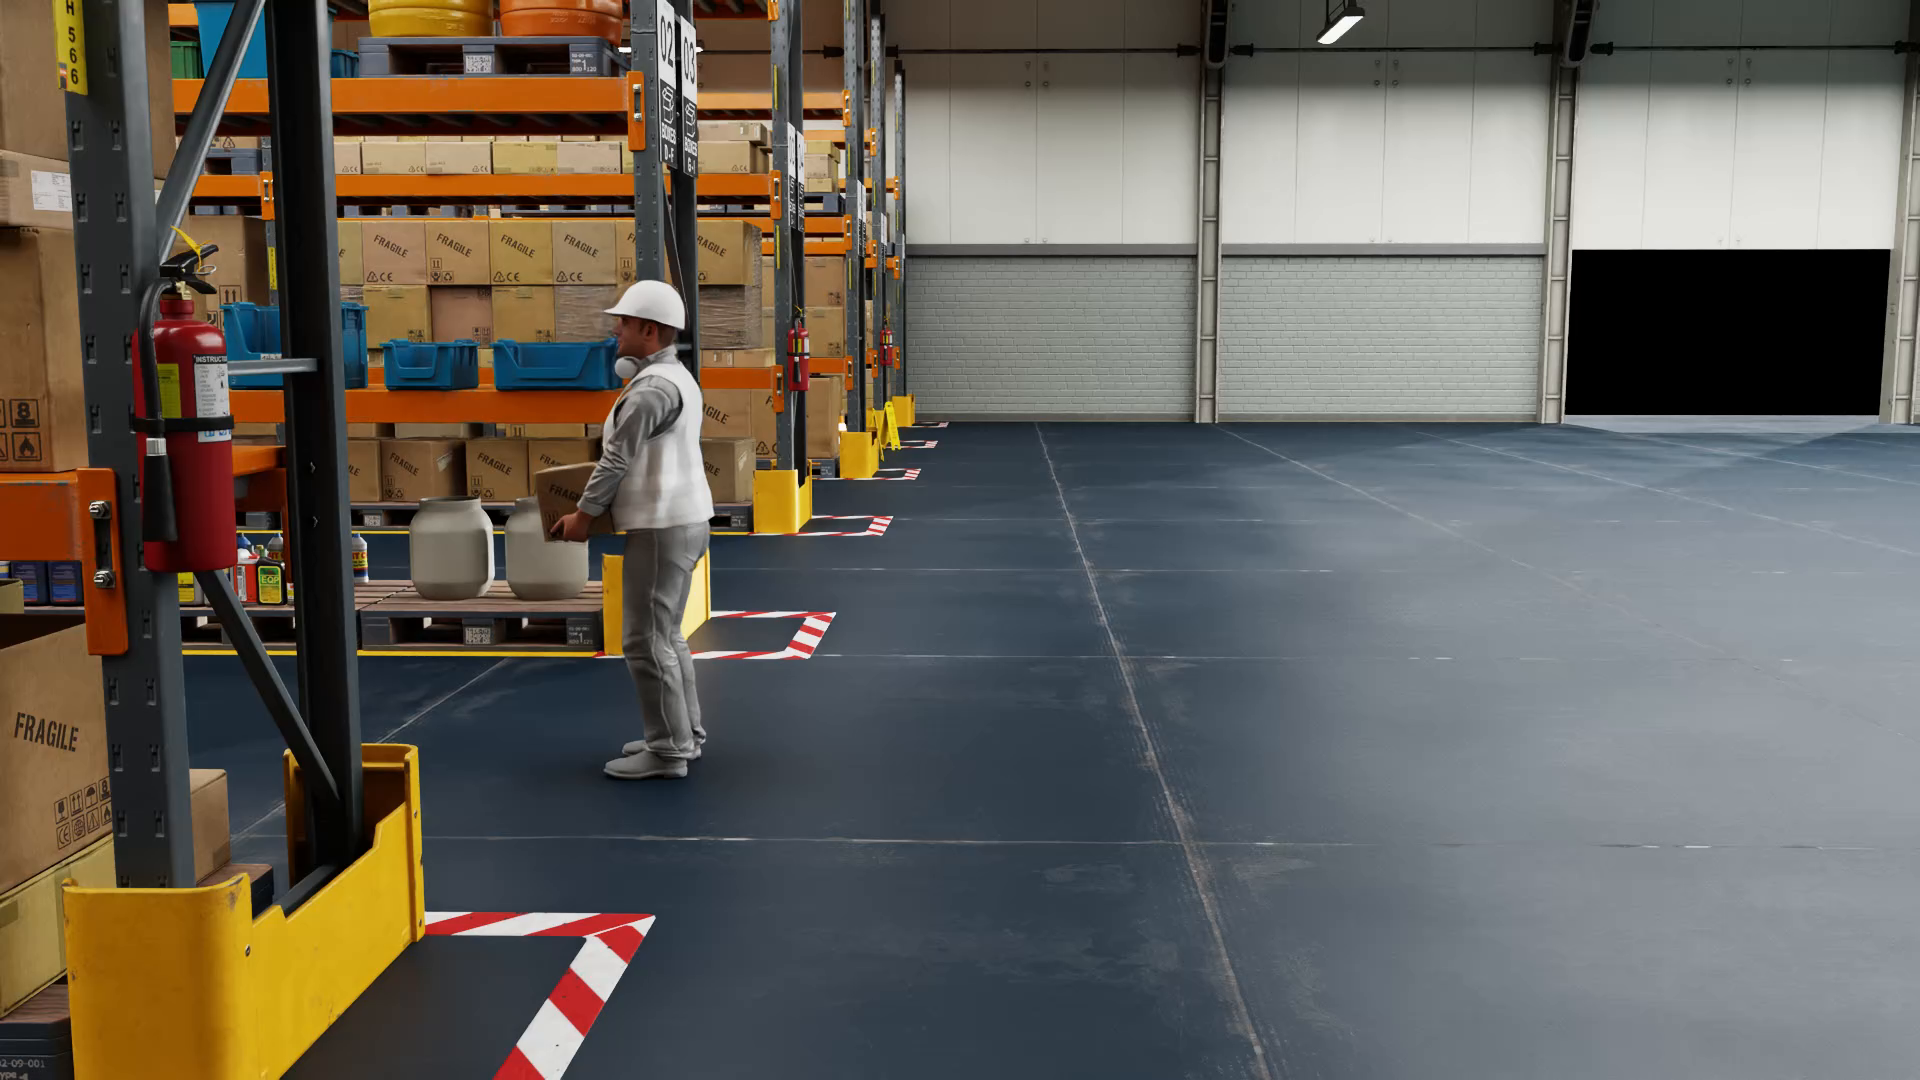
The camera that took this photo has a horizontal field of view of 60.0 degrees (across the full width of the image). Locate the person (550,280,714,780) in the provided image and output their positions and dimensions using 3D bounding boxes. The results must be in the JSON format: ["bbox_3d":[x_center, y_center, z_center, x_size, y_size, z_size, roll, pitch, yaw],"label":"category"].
[{"bbox_3d":[-1.174,-0.040,6.005,0.554,1.772,0.481,0,7,0],"label":"person"}]
